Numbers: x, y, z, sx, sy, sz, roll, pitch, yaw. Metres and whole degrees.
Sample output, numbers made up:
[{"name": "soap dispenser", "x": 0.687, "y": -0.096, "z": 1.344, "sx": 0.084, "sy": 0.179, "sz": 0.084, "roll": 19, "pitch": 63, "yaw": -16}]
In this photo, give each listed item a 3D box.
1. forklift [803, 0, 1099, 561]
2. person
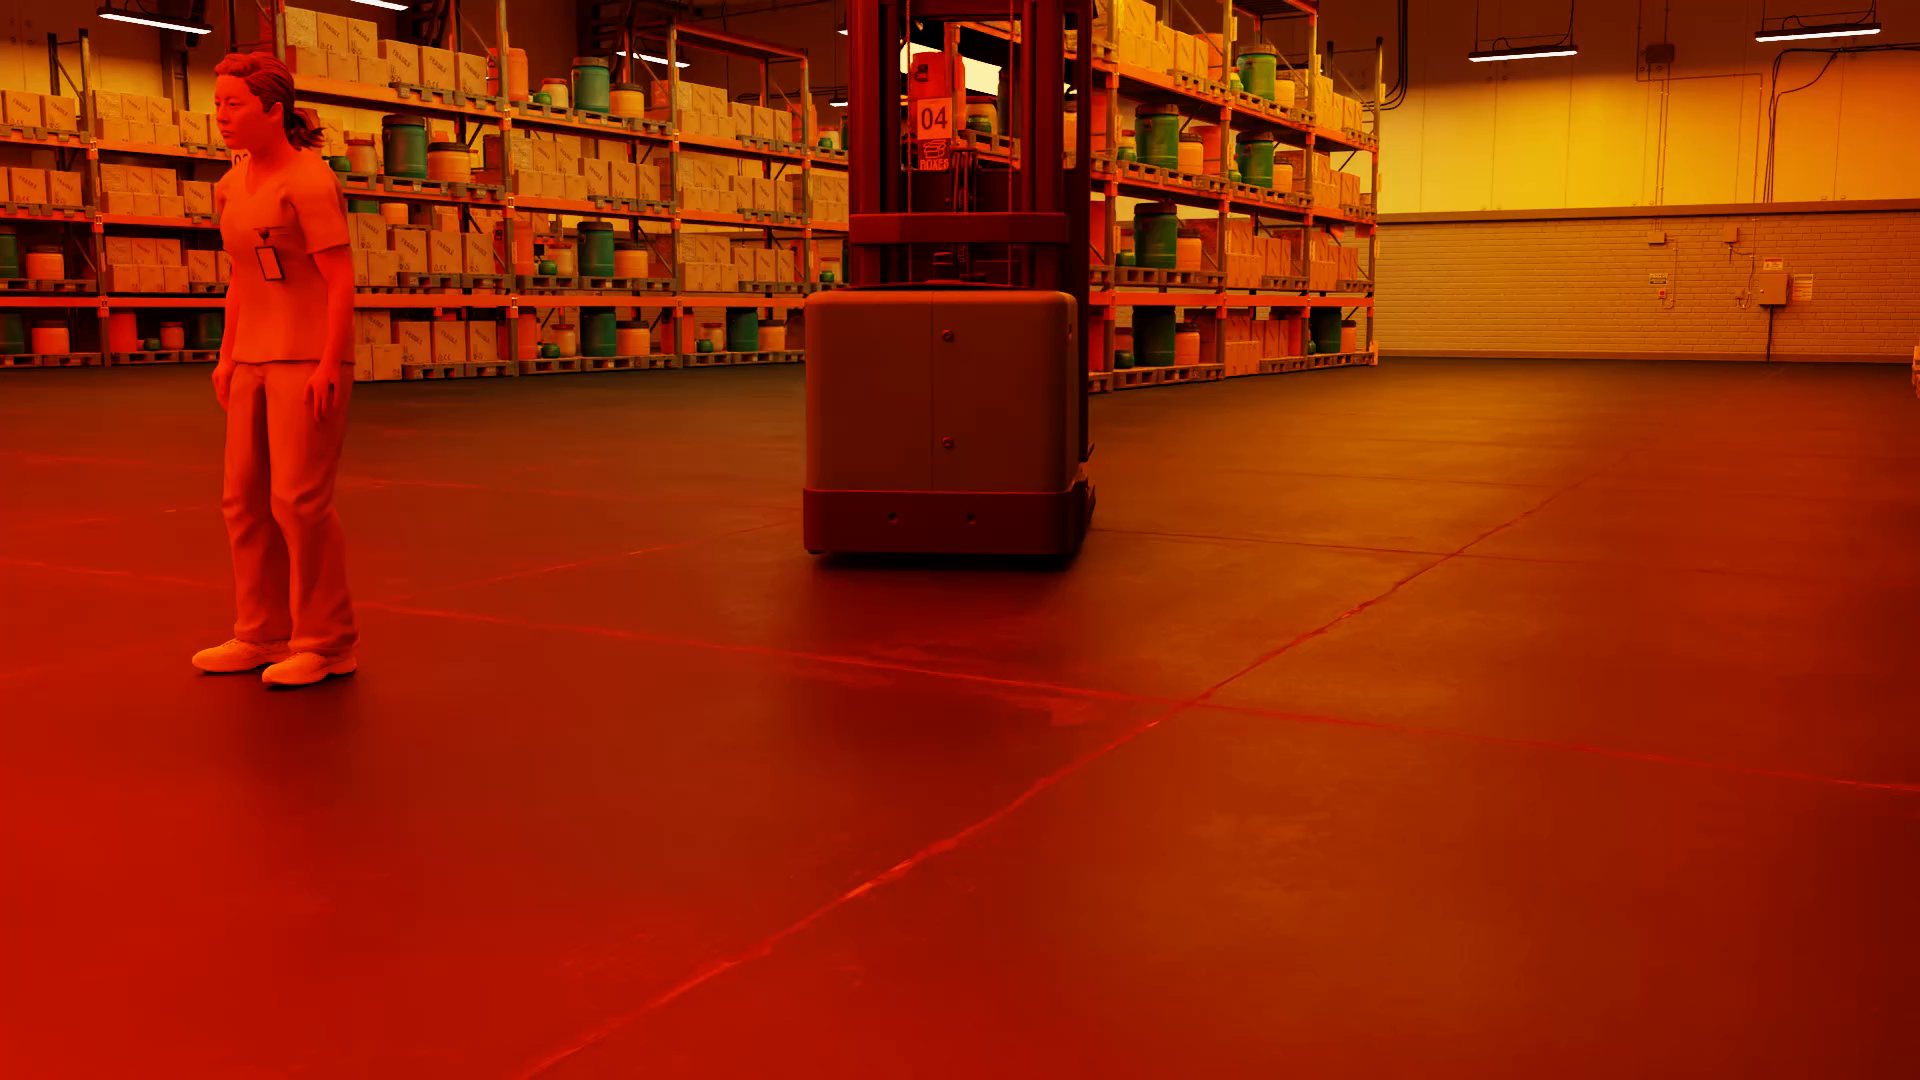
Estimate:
[{"name": "forklift", "x": 0.072, "y": -1.535, "z": 7.712, "sx": 1.130, "sy": 2.935, "sz": 3.031, "roll": 1, "pitch": 8, "yaw": 7}, {"name": "person", "x": -1.848, "y": -0.457, "z": 4.513, "sx": 0.508, "sy": 1.671, "sz": 0.365, "roll": 5, "pitch": 9, "yaw": 32}]
